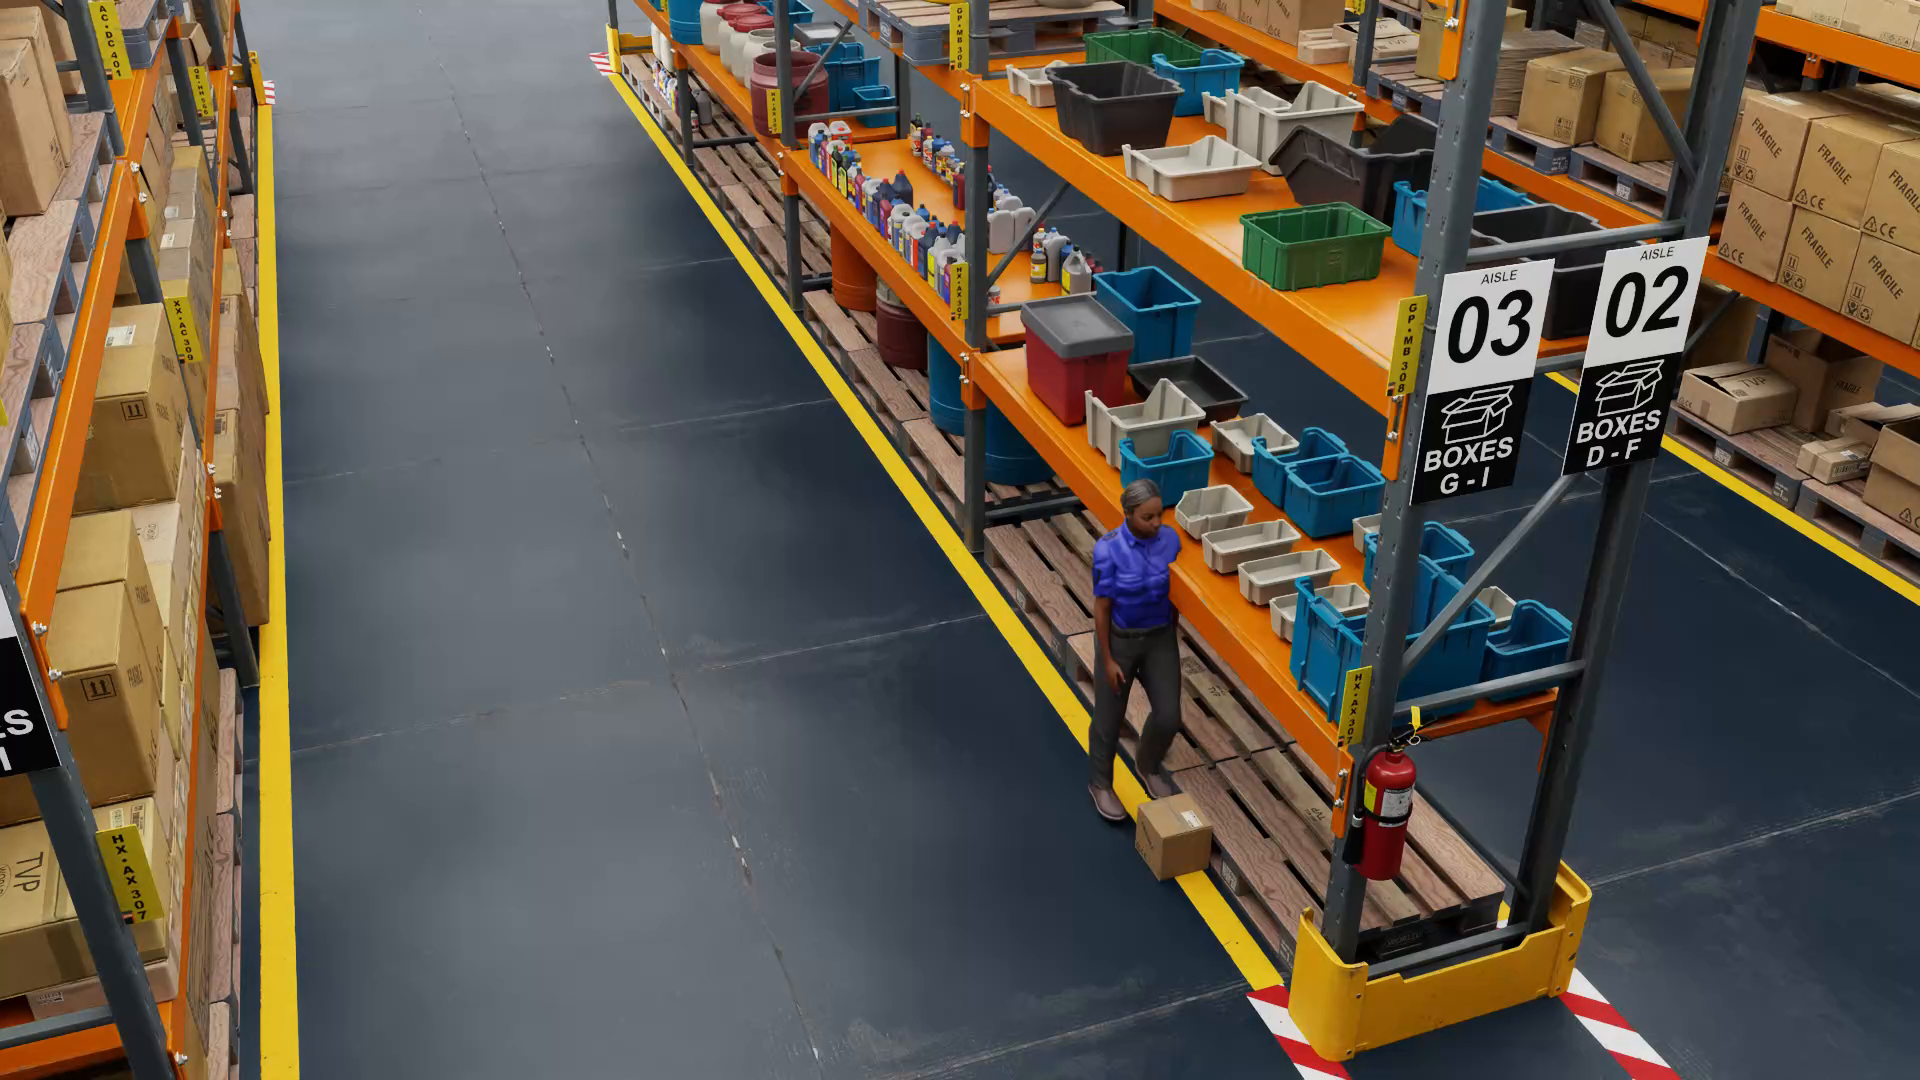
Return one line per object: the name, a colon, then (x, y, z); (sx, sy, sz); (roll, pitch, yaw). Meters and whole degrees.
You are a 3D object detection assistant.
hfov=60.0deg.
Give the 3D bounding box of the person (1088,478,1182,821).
person: (0.807, 0.484, 7.473); (0.442, 1.658, 0.371); (-10, 32, -17)
